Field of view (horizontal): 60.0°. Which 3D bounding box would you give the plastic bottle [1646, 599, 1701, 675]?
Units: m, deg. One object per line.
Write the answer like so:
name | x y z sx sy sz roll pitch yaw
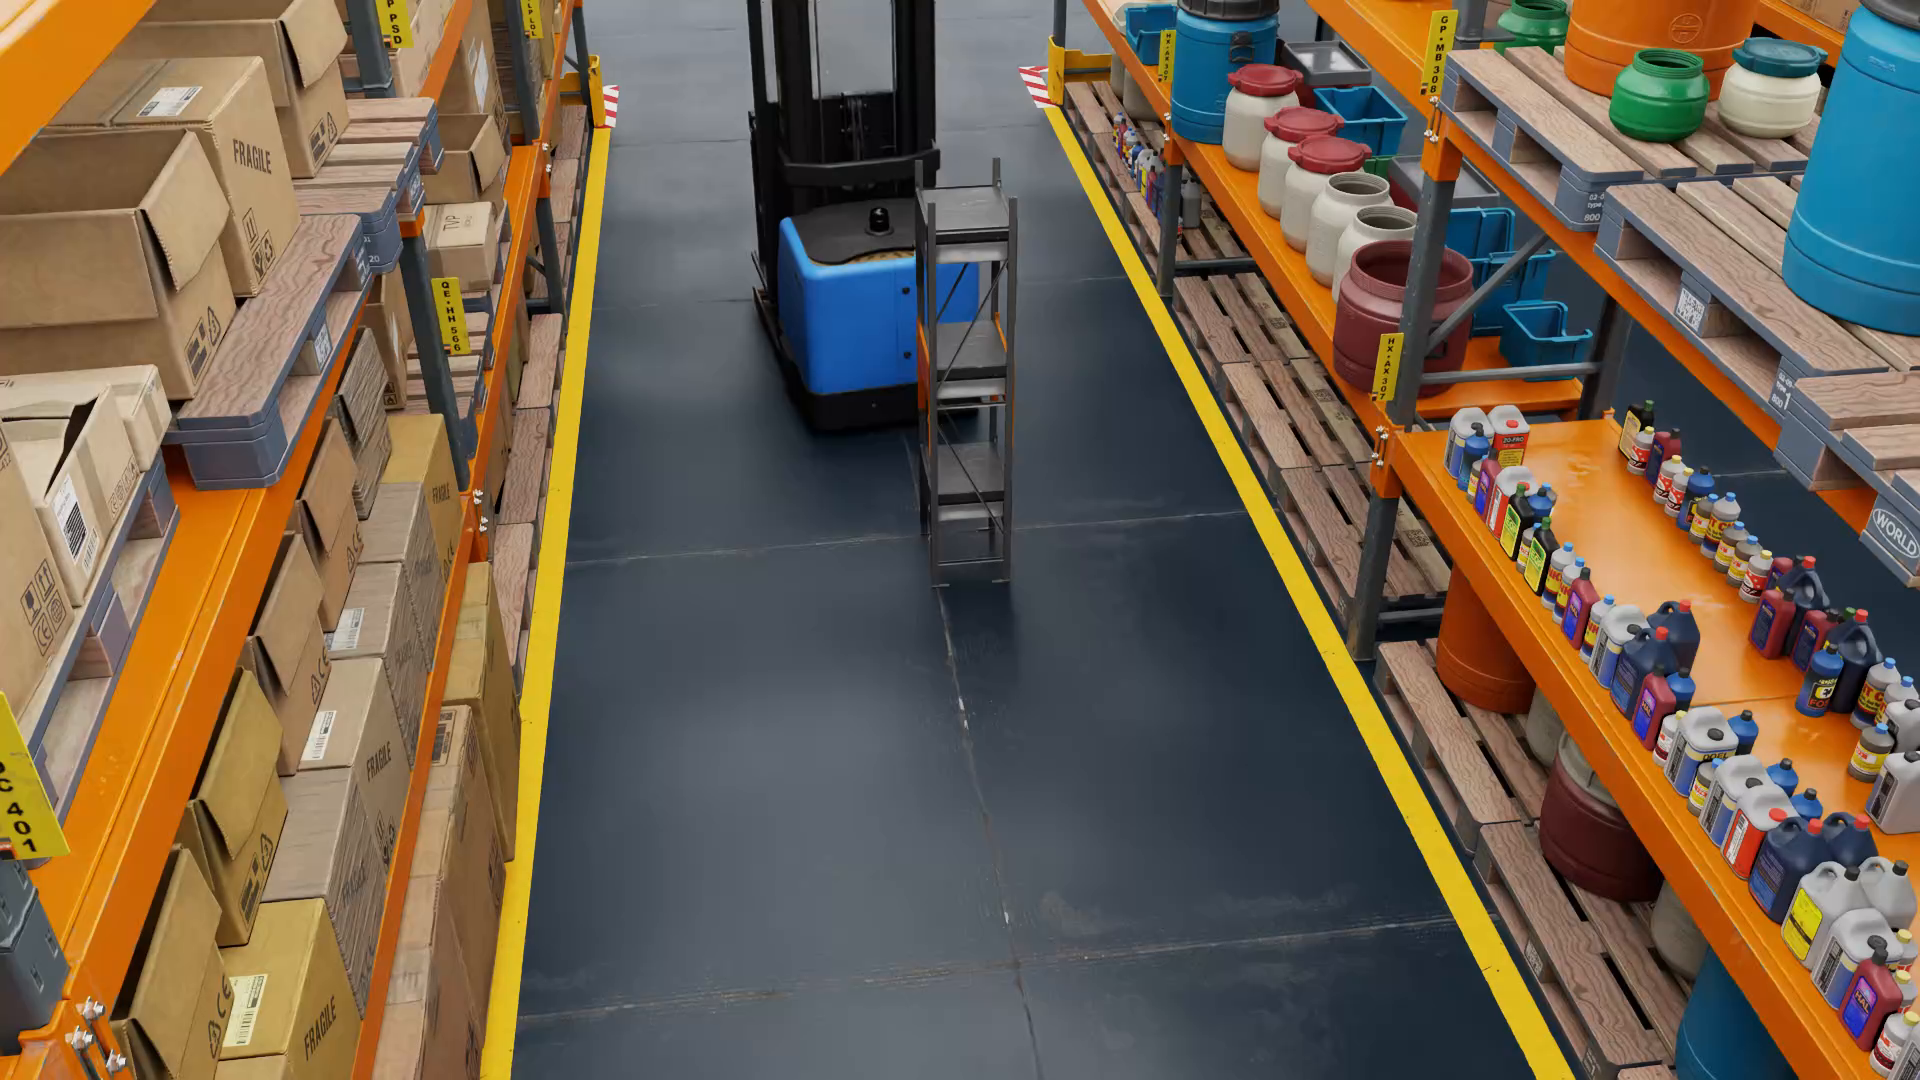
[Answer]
plastic bottle | 2.458 0.343 5.755 0.144 0.351 0.185 -4 35 -6

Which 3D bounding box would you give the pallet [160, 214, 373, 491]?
pallet | -2.232 -0.527 4.493 1.003 0.211 1.213 -3 34 -4

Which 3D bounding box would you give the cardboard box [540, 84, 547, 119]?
cardboard box | -2.814 -2.756 10.483 0.380 0.149 0.250 -4 35 -6

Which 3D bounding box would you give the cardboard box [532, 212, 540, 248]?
cardboard box | -3.161 -2.263 11.382 0.500 0.500 0.500 6 35 9

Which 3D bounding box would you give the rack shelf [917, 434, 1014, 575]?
rack shelf | 0.022 -0.186 8.554 0.431 0.518 0.480 -4 35 -6

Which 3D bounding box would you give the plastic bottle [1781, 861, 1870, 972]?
plastic bottle | 2.474 1.045 4.726 0.144 0.351 0.185 -4 35 -6

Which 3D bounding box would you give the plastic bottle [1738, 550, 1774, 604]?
plastic bottle | 2.981 0.131 6.200 0.097 0.201 0.097 0 34 0

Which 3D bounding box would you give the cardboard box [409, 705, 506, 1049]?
cardboard box | -2.340 1.245 5.903 1.225 0.875 0.875 -4 35 -6

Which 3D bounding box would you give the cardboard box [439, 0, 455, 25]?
cardboard box | -2.483 -2.376 7.172 0.500 0.250 0.500 -4 34 -5

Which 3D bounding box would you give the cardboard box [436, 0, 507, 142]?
cardboard box | -3.094 -2.544 9.043 1.000 1.000 1.000 -4 34 -6

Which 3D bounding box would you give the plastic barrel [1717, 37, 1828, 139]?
plastic barrel | 2.673 -1.488 5.486 0.301 0.262 0.301 0 34 0

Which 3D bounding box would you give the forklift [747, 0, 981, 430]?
forklift | -0.750 -2.676 10.202 1.130 2.935 3.031 -9 35 -12

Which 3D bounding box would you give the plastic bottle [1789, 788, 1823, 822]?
plastic bottle | 2.552 0.865 5.060 0.097 0.271 0.097 0 34 0

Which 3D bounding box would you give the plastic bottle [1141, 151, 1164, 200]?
plastic bottle | 1.404 -2.664 12.086 0.144 0.351 0.185 -5 35 -7

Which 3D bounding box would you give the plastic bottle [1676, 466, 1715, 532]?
plastic bottle | 2.915 -0.170 6.579 0.097 0.271 0.097 0 34 0

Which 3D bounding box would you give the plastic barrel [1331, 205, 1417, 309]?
plastic barrel | 2.034 -1.324 8.058 0.421 0.512 0.421 0 34 0

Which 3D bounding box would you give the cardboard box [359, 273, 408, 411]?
cardboard box | -2.637 -0.858 7.012 0.500 0.500 0.500 -9 35 -12

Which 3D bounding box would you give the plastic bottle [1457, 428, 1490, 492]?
plastic bottle | 2.110 -0.334 6.819 0.097 0.271 0.097 0 34 0

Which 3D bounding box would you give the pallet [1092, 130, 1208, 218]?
pallet | 1.629 -2.860 12.888 1.003 0.211 1.213 -4 35 -6

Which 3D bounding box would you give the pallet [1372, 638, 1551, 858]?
pallet | 2.531 0.869 7.416 1.003 0.211 1.213 -4 35 -6

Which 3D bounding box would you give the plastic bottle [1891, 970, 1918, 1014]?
plastic bottle | 2.548 1.257 4.546 0.097 0.201 0.097 0 34 0

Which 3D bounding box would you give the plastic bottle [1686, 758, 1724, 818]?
plastic bottle | 2.370 0.776 5.253 0.097 0.201 0.097 0 34 0

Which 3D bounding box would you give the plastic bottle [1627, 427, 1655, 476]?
plastic bottle | 2.858 -0.378 6.947 0.097 0.201 0.097 0 34 0

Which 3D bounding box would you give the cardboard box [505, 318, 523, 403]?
cardboard box | -2.956 -1.114 9.678 0.700 0.500 0.500 -5 35 -7

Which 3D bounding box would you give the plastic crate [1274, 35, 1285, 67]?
plastic crate | 1.901 -3.228 11.007 0.767 0.338 0.504 -4 35 -6

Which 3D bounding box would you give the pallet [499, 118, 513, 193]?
pallet | -3.104 -2.060 9.408 1.003 0.211 1.213 -4 35 -6

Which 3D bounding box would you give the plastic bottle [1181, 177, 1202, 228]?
plastic bottle | 1.616 -2.388 11.680 0.144 0.351 0.185 -4 35 -6

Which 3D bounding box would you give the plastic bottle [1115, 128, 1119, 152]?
plastic bottle | 1.257 -3.116 12.882 0.097 0.201 0.097 0 34 0

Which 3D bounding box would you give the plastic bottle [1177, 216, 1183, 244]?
plastic bottle | 1.488 -2.156 11.473 0.097 0.201 0.097 0 34 0

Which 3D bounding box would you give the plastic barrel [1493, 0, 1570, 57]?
plastic barrel | 2.300 -2.029 6.667 0.294 0.245 0.294 0 34 0

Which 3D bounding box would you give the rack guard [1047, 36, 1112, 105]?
rack guard | 1.365 -4.112 14.469 1.175 0.500 0.348 -4 35 -6

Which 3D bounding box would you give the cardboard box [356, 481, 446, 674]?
cardboard box | -2.151 0.149 5.907 0.500 0.500 0.500 -5 35 -7

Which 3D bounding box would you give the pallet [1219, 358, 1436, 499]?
pallet | 2.157 -0.682 9.692 1.003 0.211 1.213 -4 35 -6

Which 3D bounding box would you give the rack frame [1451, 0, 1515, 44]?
rack frame | 2.384 -3.199 5.582 1.000 3.000 0.127 -4 35 -6

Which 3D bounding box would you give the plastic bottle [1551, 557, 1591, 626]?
plastic bottle | 2.234 0.182 6.062 0.097 0.271 0.097 0 34 0

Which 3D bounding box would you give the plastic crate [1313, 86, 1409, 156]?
plastic crate | 2.302 -2.353 9.682 0.392 0.384 0.575 -4 35 -6

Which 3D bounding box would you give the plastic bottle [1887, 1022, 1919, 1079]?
plastic bottle | 2.548 1.368 4.318 0.152 0.276 0.135 -4 35 -6

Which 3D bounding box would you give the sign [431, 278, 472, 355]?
sign | -1.975 -0.867 6.459 0.100 0.325 0.005 -4 35 -6

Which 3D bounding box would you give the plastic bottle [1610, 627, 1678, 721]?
plastic bottle | 2.326 0.430 5.628 0.144 0.351 0.185 -4 35 -6

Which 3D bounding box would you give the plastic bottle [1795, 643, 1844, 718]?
plastic bottle | 2.924 0.468 5.643 0.097 0.271 0.097 0 34 0

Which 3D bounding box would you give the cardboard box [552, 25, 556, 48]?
cardboard box | -3.008 -3.452 11.503 0.380 0.149 0.250 -4 35 -6

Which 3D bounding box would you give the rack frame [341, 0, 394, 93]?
rack frame | -2.524 -2.824 5.031 1.000 3.000 0.127 -4 35 -6

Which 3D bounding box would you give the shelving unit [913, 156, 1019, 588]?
shelving unit | 0.022 -0.775 8.152 0.431 2.100 0.503 -4 35 -6

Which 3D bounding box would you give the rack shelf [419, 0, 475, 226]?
rack shelf | -2.793 -2.403 7.716 1.077 0.370 4.000 -4 35 -6

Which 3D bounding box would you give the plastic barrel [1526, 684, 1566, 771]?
plastic barrel | 2.631 0.715 7.002 0.421 0.512 0.421 0 34 0

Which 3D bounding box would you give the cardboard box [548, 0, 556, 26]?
cardboard box | -3.287 -3.832 11.485 0.875 0.500 0.500 -4 35 -6

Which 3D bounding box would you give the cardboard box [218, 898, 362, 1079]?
cardboard box | -1.869 1.290 4.233 0.500 0.500 0.500 -4 35 -6

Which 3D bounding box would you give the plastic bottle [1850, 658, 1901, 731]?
plastic bottle | 3.080 0.511 5.579 0.097 0.271 0.097 0 34 0

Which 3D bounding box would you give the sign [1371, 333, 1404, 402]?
sign | 1.839 -0.742 7.158 0.100 0.325 0.005 -4 35 -6

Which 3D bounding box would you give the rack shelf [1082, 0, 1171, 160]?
rack shelf | 1.577 -3.771 12.387 1.077 0.370 4.000 -4 35 -6

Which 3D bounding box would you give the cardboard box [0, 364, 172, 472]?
cardboard box | -2.038 -0.264 3.789 0.380 0.149 0.250 -6 35 -8

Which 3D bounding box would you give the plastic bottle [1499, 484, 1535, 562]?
plastic bottle | 2.157 -0.069 6.420 0.061 0.283 0.133 -4 35 -6

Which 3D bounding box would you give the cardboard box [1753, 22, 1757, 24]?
cardboard box | 6.217 -4.031 13.533 0.500 0.500 0.500 -4 35 -6

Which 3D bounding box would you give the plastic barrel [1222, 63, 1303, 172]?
plastic barrel | 1.757 -2.458 9.701 0.433 0.535 0.433 0 34 0

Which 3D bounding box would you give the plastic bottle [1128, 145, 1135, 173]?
plastic bottle | 1.316 -2.872 12.523 0.097 0.201 0.097 0 34 0

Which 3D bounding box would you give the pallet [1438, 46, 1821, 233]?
pallet | 2.390 -1.447 5.842 1.003 0.211 1.213 -4 35 -6

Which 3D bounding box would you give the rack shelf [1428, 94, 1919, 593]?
rack shelf | 2.653 -0.546 4.991 1.077 0.370 4.000 -4 35 -6

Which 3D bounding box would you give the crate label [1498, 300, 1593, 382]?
crate label | 2.698 -0.914 7.705 0.303 0.233 0.416 -4 35 -6

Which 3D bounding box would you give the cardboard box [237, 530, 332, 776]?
cardboard box | -2.260 0.346 4.727 0.797 0.503 0.637 -3 34 -5
